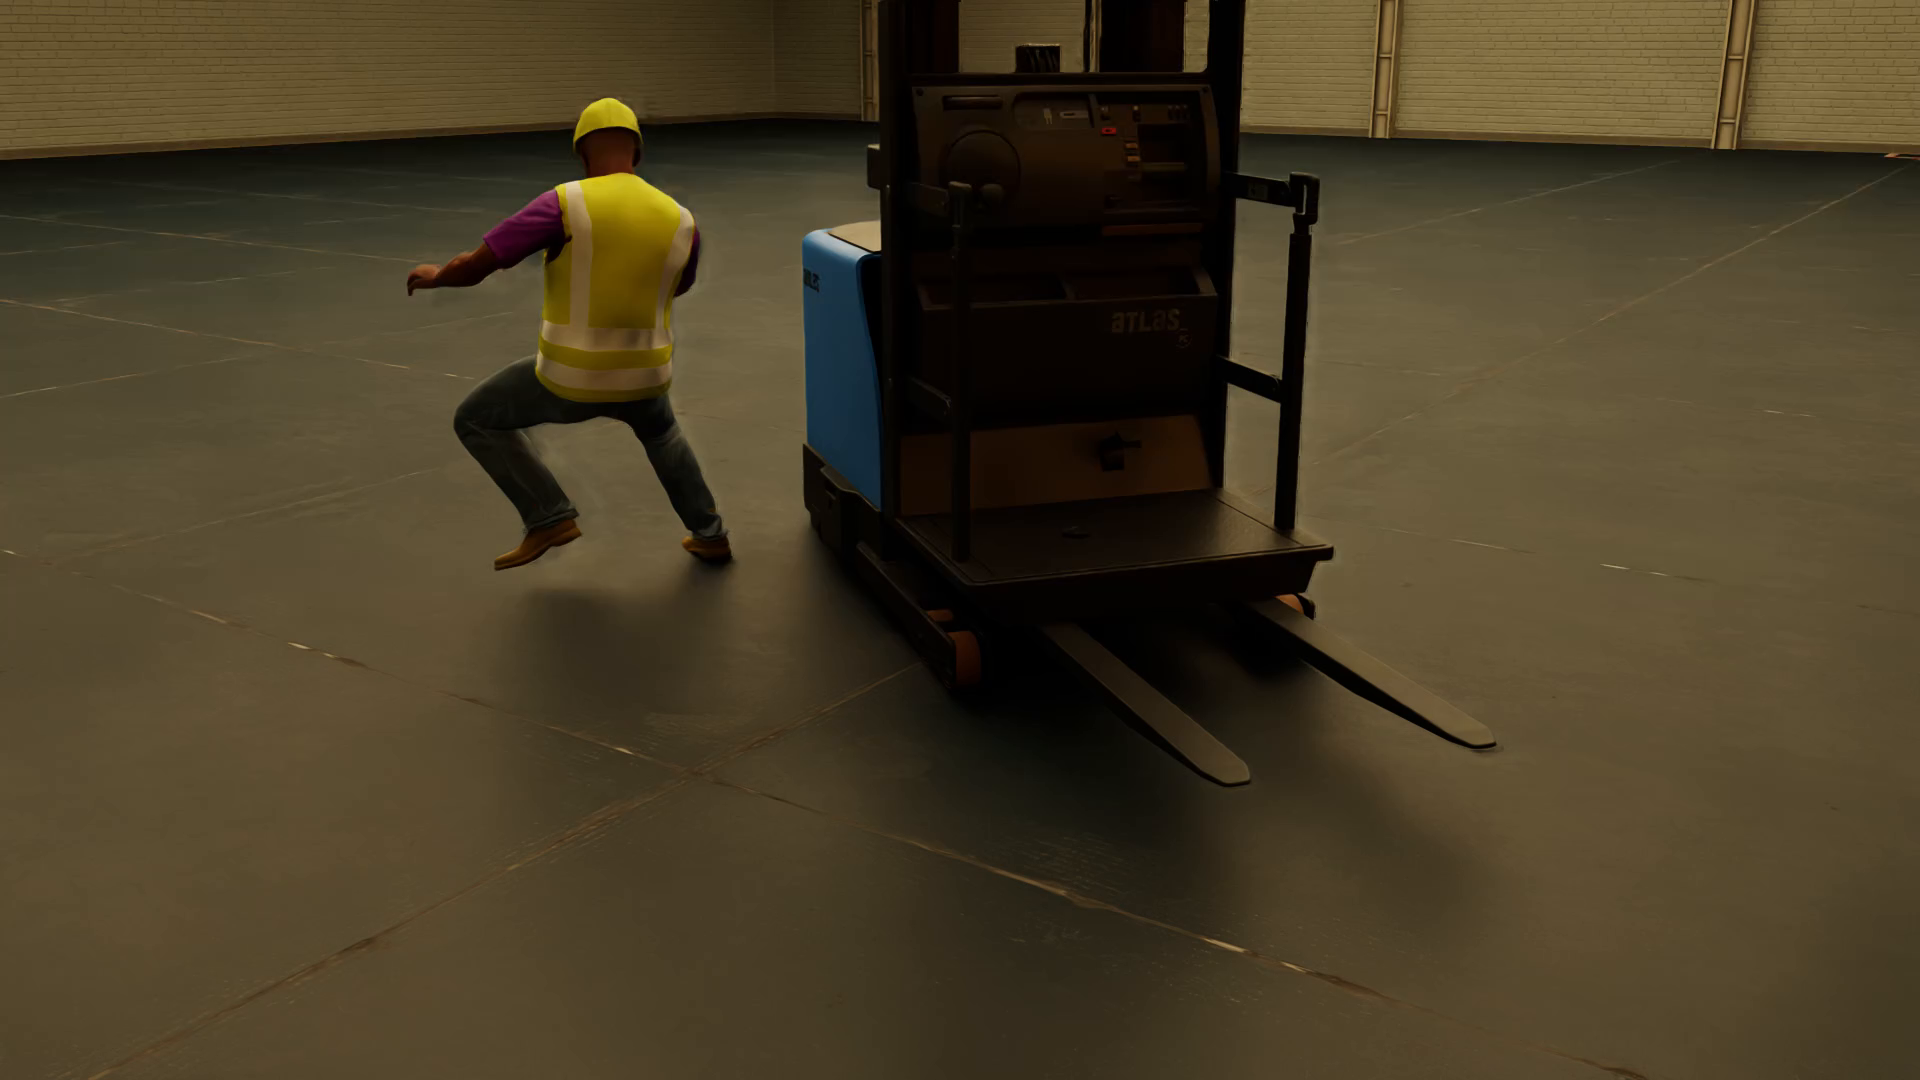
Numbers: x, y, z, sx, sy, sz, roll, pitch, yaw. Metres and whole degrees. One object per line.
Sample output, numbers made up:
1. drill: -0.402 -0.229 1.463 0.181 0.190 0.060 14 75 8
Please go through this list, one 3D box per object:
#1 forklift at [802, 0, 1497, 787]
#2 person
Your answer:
1. forklift: 0.383 -1.121 4.583 1.130 2.935 3.031 -6 18 -18
2. person: -1.242 -0.625 5.395 0.971 1.569 0.796 -11 20 -32
